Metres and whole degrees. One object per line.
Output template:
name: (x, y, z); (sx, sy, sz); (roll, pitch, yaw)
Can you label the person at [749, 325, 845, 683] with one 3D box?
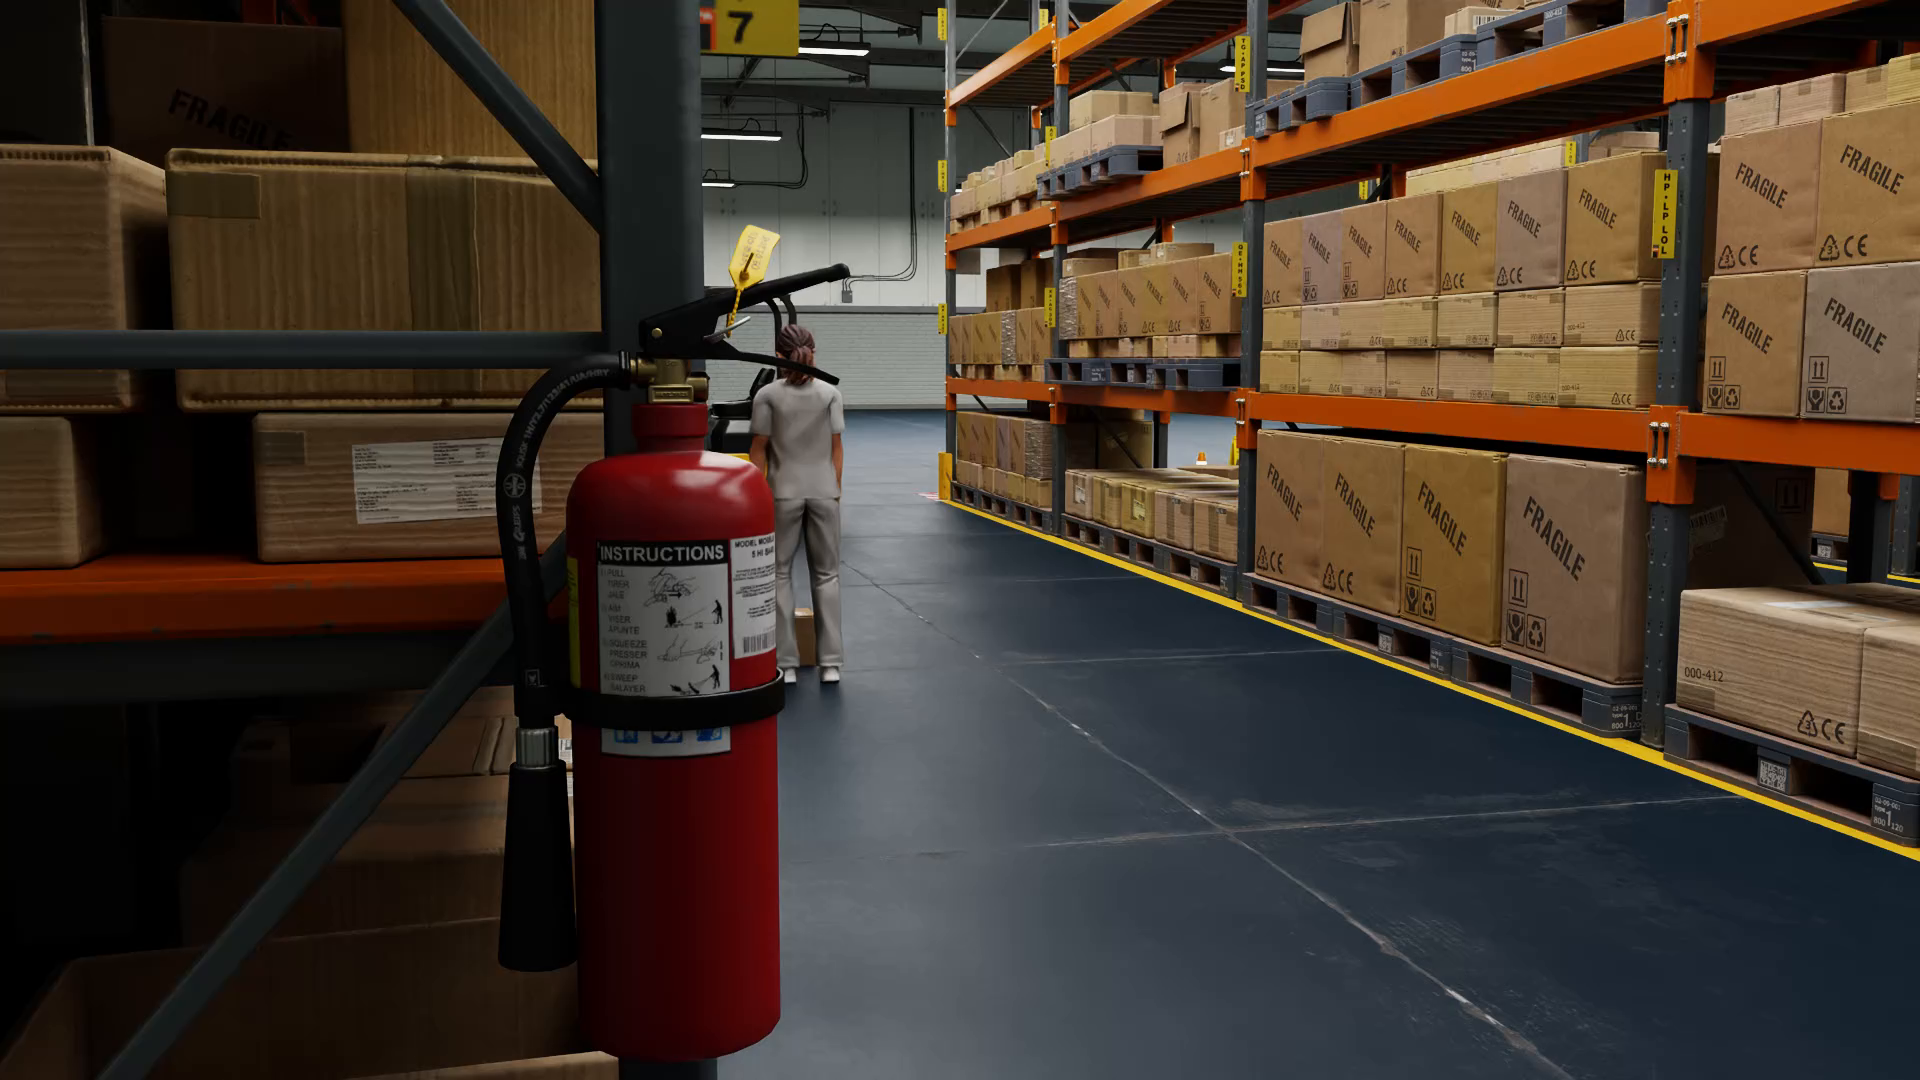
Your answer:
person: (-0.755, -0.164, 7.738); (0.447, 1.666, 0.354); (-2, 6, -14)
